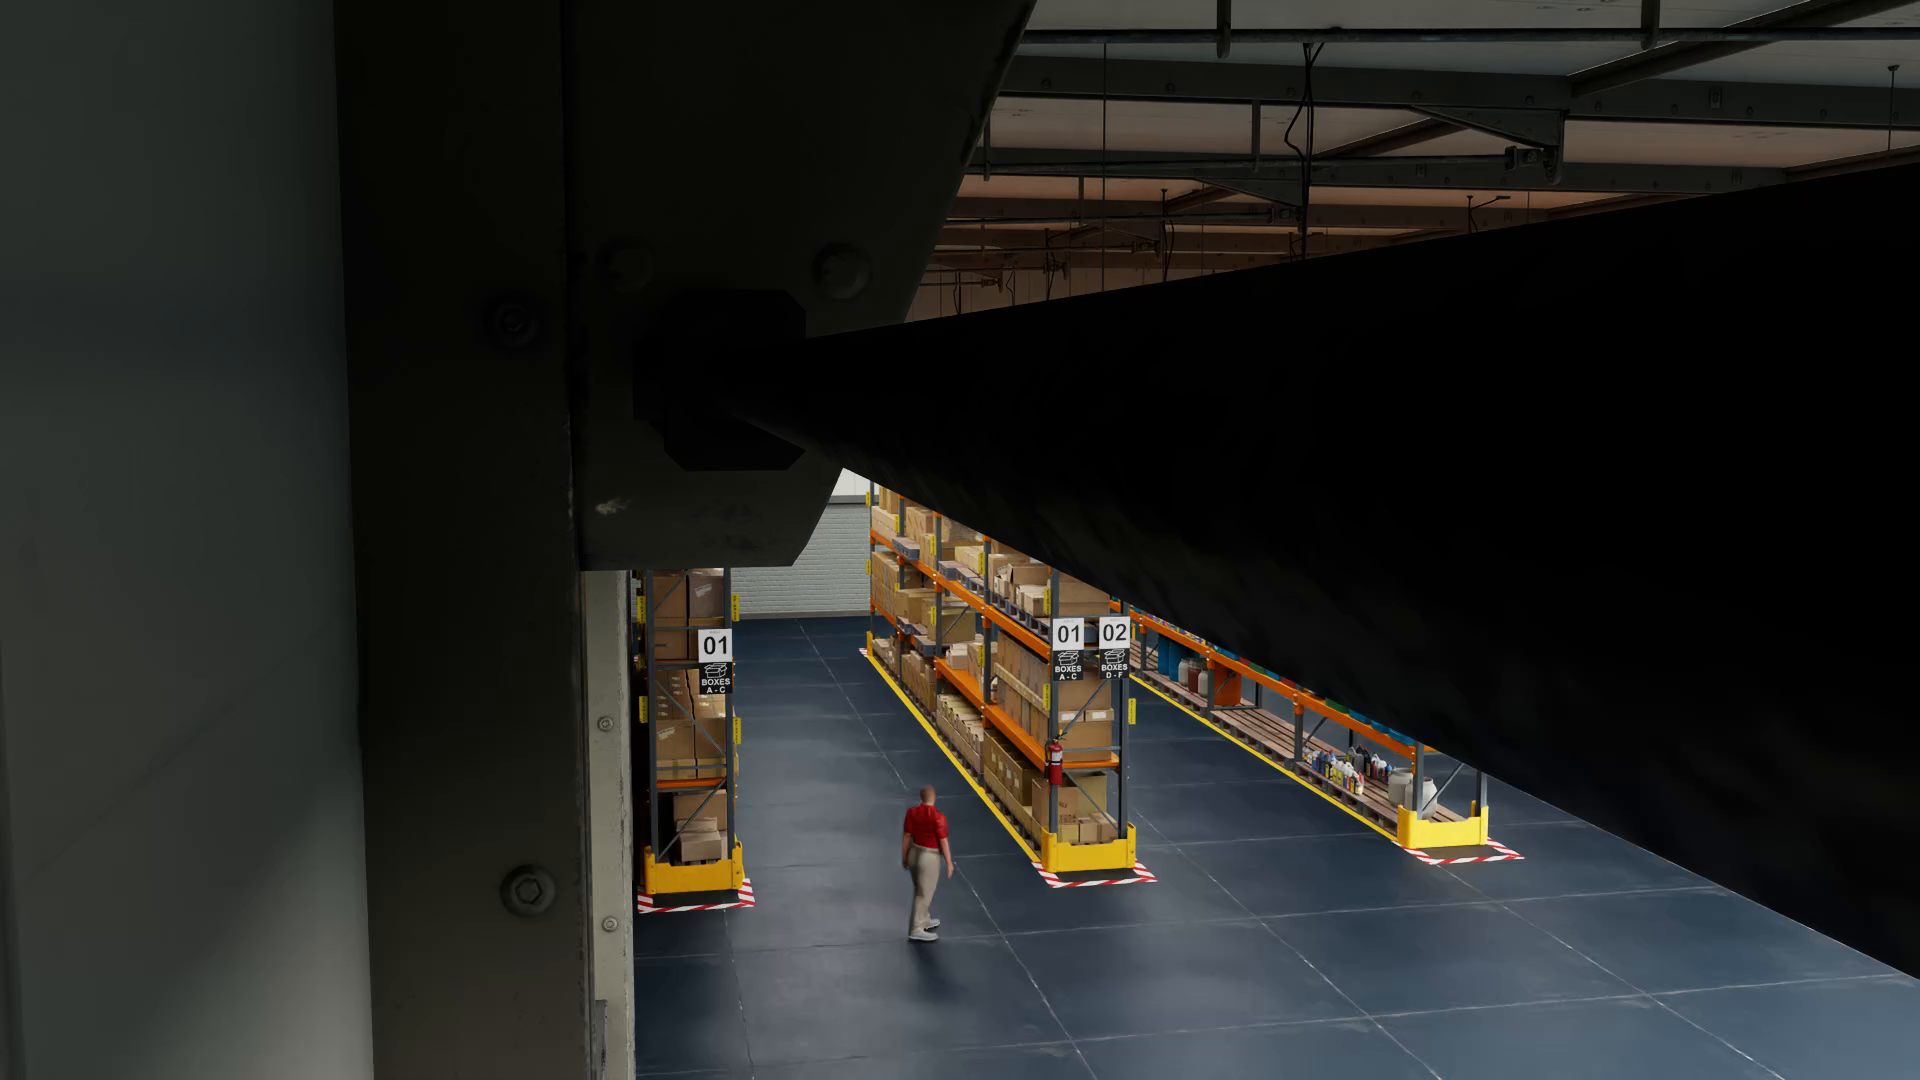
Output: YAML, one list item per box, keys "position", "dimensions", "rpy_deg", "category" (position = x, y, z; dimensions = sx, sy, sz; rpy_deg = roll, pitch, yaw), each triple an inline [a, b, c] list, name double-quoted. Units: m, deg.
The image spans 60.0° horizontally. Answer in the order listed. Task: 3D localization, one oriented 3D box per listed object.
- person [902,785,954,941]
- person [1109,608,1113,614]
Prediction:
- position: [-0.333, 3.552, 18.469]
  dimensions: [0.603, 1.713, 0.607]
  rpy_deg: [-5, 8, -39]
  category: "person"
- position: [3.319, 1.432, 39.155]
  dimensions: [0.657, 1.621, 0.554]
  rpy_deg: [5, 8, 39]
  category: "person"
